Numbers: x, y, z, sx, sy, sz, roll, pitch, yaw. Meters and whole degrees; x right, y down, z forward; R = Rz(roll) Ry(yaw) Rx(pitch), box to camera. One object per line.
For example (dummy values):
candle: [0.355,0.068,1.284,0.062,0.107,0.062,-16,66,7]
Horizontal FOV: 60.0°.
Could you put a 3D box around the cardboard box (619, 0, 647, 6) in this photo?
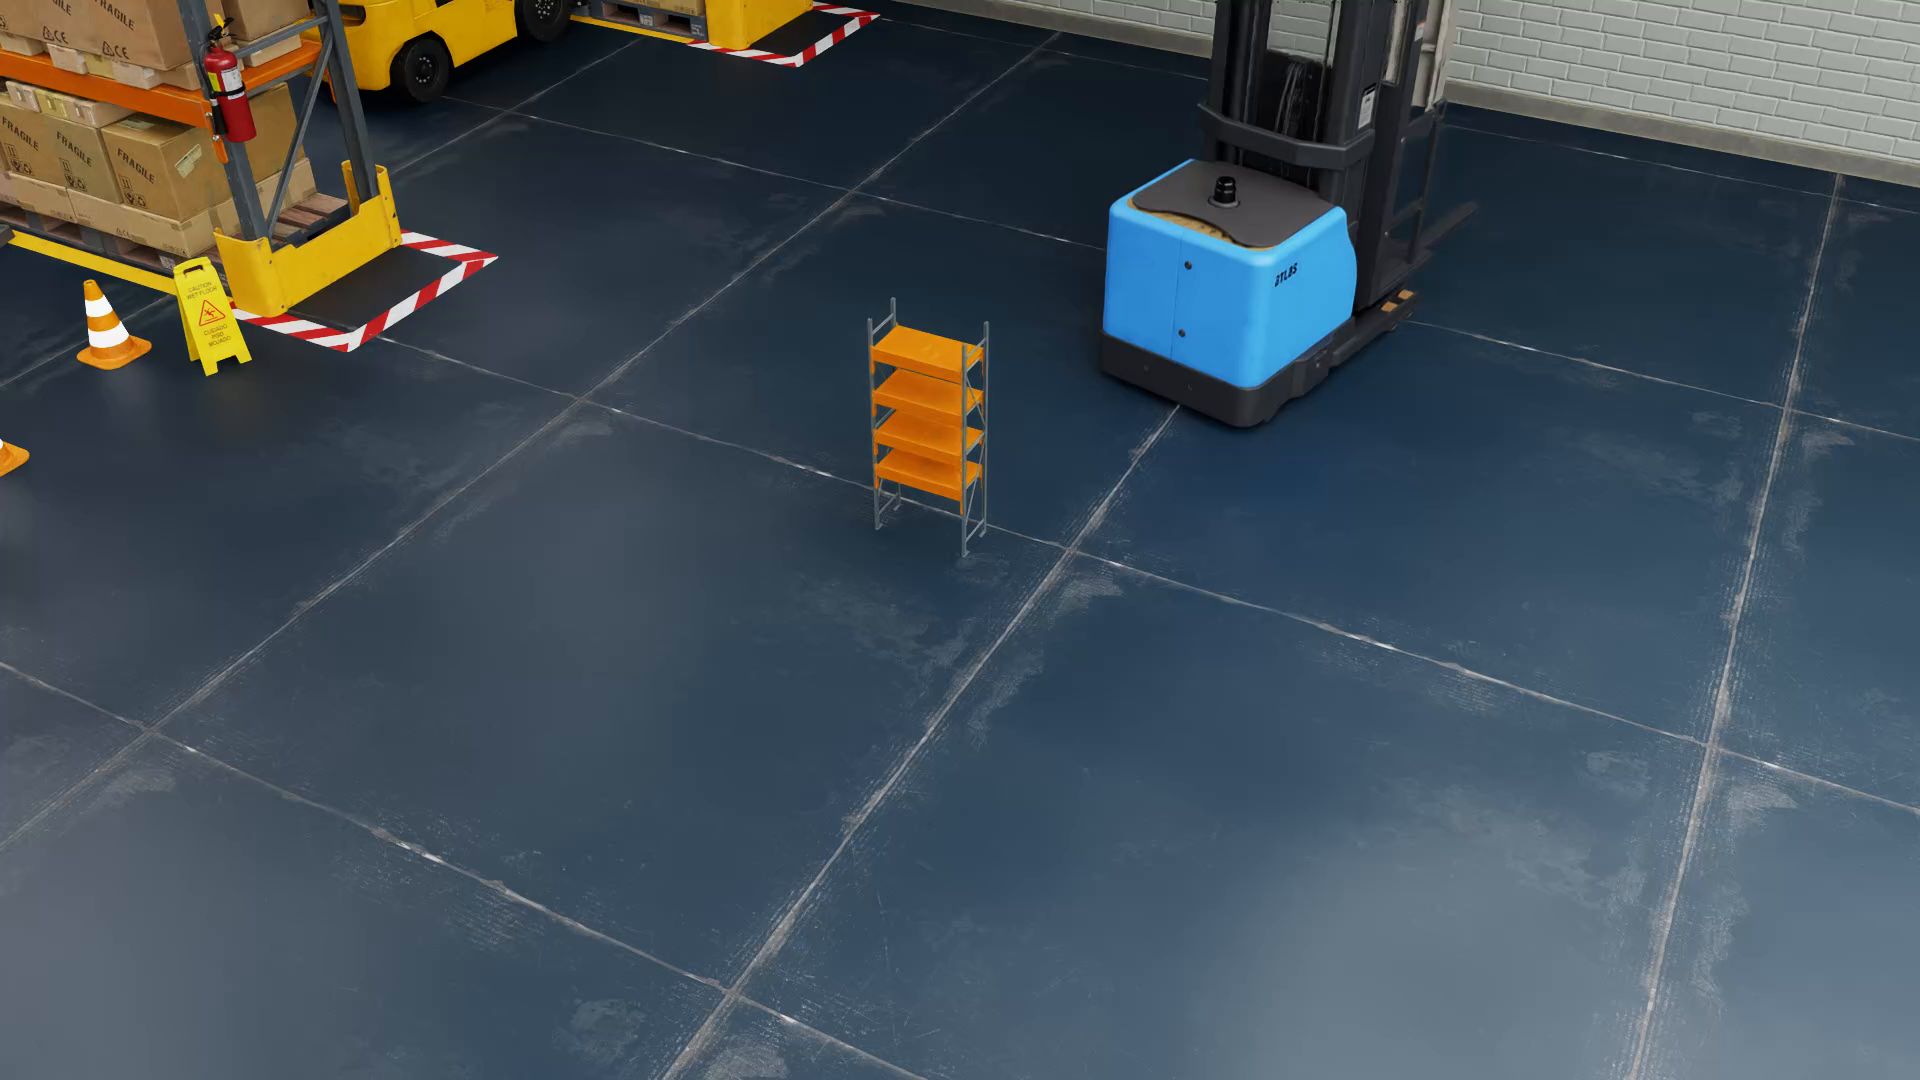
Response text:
cardboard box: [-2.681,-4.706,13.915,0.500,0.250,0.500,17,41,21]

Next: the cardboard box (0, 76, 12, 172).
cardboard box: [-6.173,-2.750,10.718,0.500,0.500,0.500,20,41,24]

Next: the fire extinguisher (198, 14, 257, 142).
fire extinguisher: [-4.071,-2.553,9.216,0.183,0.674,0.296,17,41,21]

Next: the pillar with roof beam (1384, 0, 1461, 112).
pillar with roof beam: [1.463,-4.617,6.909,0.400,9.000,9.100,17,41,21]

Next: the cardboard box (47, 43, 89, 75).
cardboard box: [-5.128,-2.901,9.819,0.250,0.149,0.380,18,41,22]

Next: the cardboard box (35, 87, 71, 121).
cardboard box: [-5.371,-2.713,10.133,0.250,0.149,0.380,18,41,22]

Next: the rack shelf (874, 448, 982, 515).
rack shelf: [-0.147,-0.312,8.128,0.480,0.148,0.258,17,41,21]

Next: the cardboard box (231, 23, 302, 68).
cardboard box: [-4.168,-2.969,9.908,0.250,0.149,0.380,18,41,22]

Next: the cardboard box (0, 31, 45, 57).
cardboard box: [-5.560,-3.070,10.042,0.250,0.149,0.380,17,40,21]

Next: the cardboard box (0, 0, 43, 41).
cardboard box: [-5.455,-3.307,9.817,0.500,0.500,0.500,17,40,21]

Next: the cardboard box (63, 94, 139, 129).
cardboard box: [-5.149,-2.641,10.038,0.250,0.149,0.380,19,41,23]

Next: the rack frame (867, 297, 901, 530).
rack frame: [-0.364,-0.592,8.057,0.015,1.200,0.240,17,41,21]

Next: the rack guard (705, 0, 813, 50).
rack guard: [-1.660,-4.527,13.820,0.348,0.500,1.175,17,41,21]

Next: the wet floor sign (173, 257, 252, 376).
wet floor sign: [-4.284,-1.298,9.446,0.267,0.644,0.232,-29,46,-33]

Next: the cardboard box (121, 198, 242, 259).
cardboard box: [-4.824,-2.022,10.380,0.500,0.250,0.500,17,40,21]

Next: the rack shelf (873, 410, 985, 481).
rack shelf: [-0.147,-0.470,8.008,0.480,0.148,0.258,17,41,21]

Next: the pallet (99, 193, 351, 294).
pallet: [-4.734,-2.019,10.754,1.213,0.211,1.003,17,41,21]

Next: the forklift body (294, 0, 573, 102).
forklift body: [-4.205,-4.739,12.734,1.214,2.155,2.313,17,41,21]

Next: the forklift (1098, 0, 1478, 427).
forklift: [2.121,-2.594,9.263,1.130,2.935,3.031,27,45,31]

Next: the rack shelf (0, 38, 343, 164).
rack shelf: [-5.737,-3.133,10.511,4.000,0.370,1.077,17,41,21]

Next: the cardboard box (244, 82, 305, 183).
cardboard box: [-4.572,-2.613,10.538,0.500,0.500,0.500,16,40,20]

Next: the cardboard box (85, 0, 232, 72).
cardboard box: [-4.570,-3.025,9.445,0.500,0.500,0.500,17,40,21]

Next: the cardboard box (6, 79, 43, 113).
cardboard box: [-5.604,-2.787,10.230,0.250,0.149,0.380,19,41,23]

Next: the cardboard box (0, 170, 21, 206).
cardboard box: [-6.162,-2.450,10.943,0.500,0.250,0.500,17,40,21]

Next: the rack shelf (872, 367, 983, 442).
rack shelf: [-0.147,-0.649,7.873,0.480,0.148,0.258,17,41,21]

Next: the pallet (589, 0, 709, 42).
pallet: [-2.380,-4.609,14.167,1.213,0.211,1.003,17,41,21]

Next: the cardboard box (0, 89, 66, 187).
cardboard box: [-5.702,-2.604,10.526,0.500,0.500,0.500,16,40,20]

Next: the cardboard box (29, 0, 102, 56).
cardboard box: [-5.012,-3.166,9.631,0.500,0.500,0.500,17,41,22]

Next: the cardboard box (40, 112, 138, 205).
cardboard box: [-5.257,-2.460,10.336,0.500,0.500,0.500,19,41,23]

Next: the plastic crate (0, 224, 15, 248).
plastic crate: [-6.496,-1.936,10.754,0.583,0.080,0.402,4,37,6]

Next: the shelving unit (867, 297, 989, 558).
shelving unit: [-0.147,-0.524,7.968,0.503,1.200,0.258,17,41,21]

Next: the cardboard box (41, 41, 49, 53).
cardboard box: [-5.291,-3.048,10.012,0.250,0.149,0.380,18,41,22]

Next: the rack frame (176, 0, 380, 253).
rack frame: [-3.961,-2.863,9.561,0.127,3.000,1.000,17,41,21]

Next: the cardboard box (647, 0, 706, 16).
cardboard box: [-2.244,-4.562,13.726,0.500,0.250,0.500,18,41,22]

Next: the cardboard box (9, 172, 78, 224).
cardboard box: [-5.726,-2.306,10.754,0.500,0.250,0.500,16,40,20]

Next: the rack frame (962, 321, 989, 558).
rack frame: [0.070,-0.456,7.878,0.015,1.200,0.240,17,41,21]

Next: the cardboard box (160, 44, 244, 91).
cardboard box: [-4.392,-2.752,9.623,0.250,0.149,0.380,19,41,23]

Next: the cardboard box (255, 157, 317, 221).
cardboard box: [-4.550,-2.308,10.756,0.500,0.250,0.500,17,40,21]

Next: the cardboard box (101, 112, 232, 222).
cardboard box: [-4.792,-2.317,10.148,0.500,0.500,0.500,18,41,22]

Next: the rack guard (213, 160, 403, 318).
rack guard: [-4.029,-1.889,10.344,0.348,0.500,1.175,17,41,21]

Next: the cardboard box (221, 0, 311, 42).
cardboard box: [-4.254,-3.302,9.810,0.500,0.500,0.500,17,40,21]

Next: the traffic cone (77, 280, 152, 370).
traffic cone: [-4.936,-1.280,9.573,0.334,0.463,0.336,17,41,21]

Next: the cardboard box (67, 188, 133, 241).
cardboard box: [-5.259,-2.164,10.566,0.500,0.250,0.500,18,41,22]

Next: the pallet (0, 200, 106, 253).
pallet: [-5.813,-2.359,11.202,1.213,0.211,1.003,17,41,21]

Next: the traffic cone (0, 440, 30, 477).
traffic cone: [-5.145,-0.589,8.663,0.334,0.463,0.336,17,41,21]

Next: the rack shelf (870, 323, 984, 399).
rack shelf: [-0.147,-0.837,7.730,0.480,0.148,0.258,17,41,21]

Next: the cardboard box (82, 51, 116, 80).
cardboard box: [-4.885,-2.846,9.746,0.250,0.149,0.380,17,40,21]

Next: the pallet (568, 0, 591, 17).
pallet: [-3.459,-4.949,14.614,1.213,0.211,1.003,17,41,21]

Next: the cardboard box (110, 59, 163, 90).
cardboard box: [-4.668,-2.763,9.637,0.250,0.149,0.380,17,40,21]
